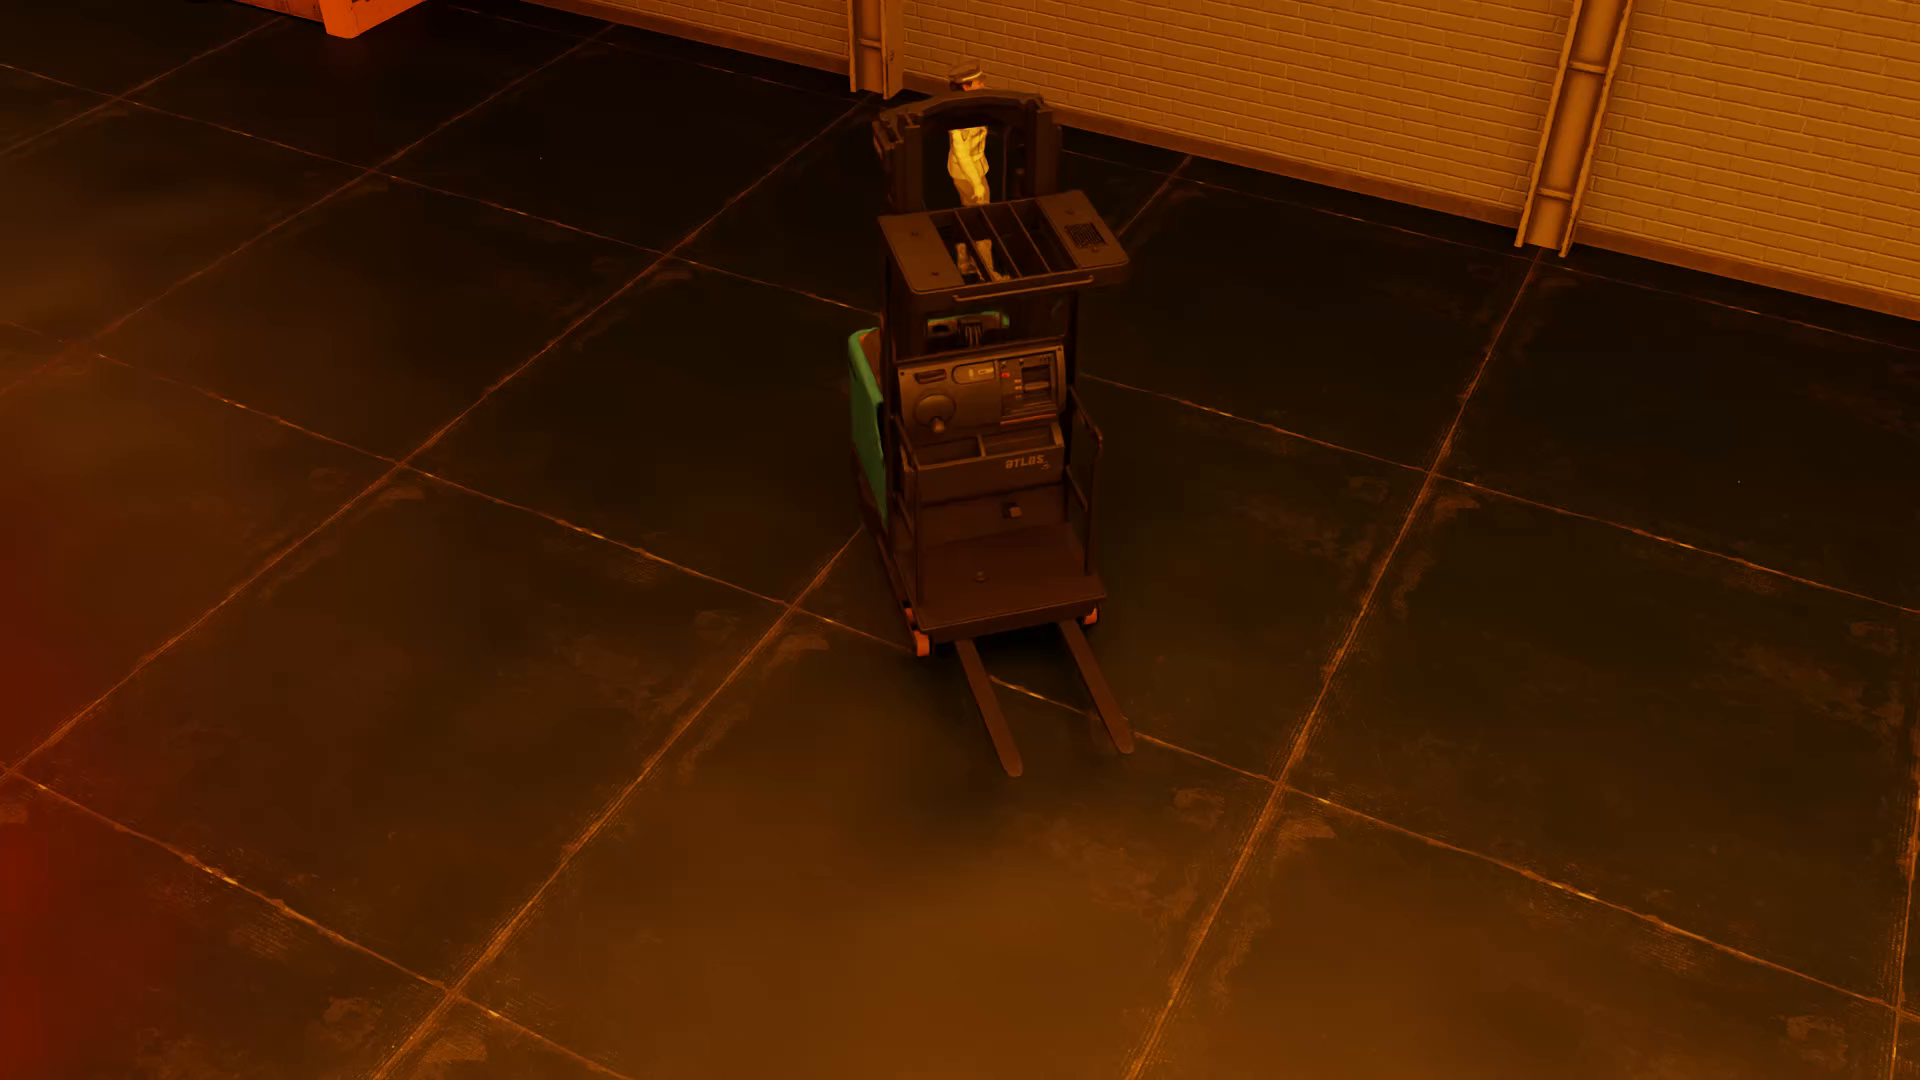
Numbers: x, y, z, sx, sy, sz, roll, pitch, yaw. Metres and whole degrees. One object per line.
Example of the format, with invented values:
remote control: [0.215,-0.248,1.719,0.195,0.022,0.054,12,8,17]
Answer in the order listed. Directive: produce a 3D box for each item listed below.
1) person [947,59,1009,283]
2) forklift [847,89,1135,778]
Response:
person: [0.156,-2.685,12.139,0.488,1.691,0.619,-5,40,-6]
forklift: [0.182,-0.738,8.863,1.130,2.935,3.031,-10,41,-12]
